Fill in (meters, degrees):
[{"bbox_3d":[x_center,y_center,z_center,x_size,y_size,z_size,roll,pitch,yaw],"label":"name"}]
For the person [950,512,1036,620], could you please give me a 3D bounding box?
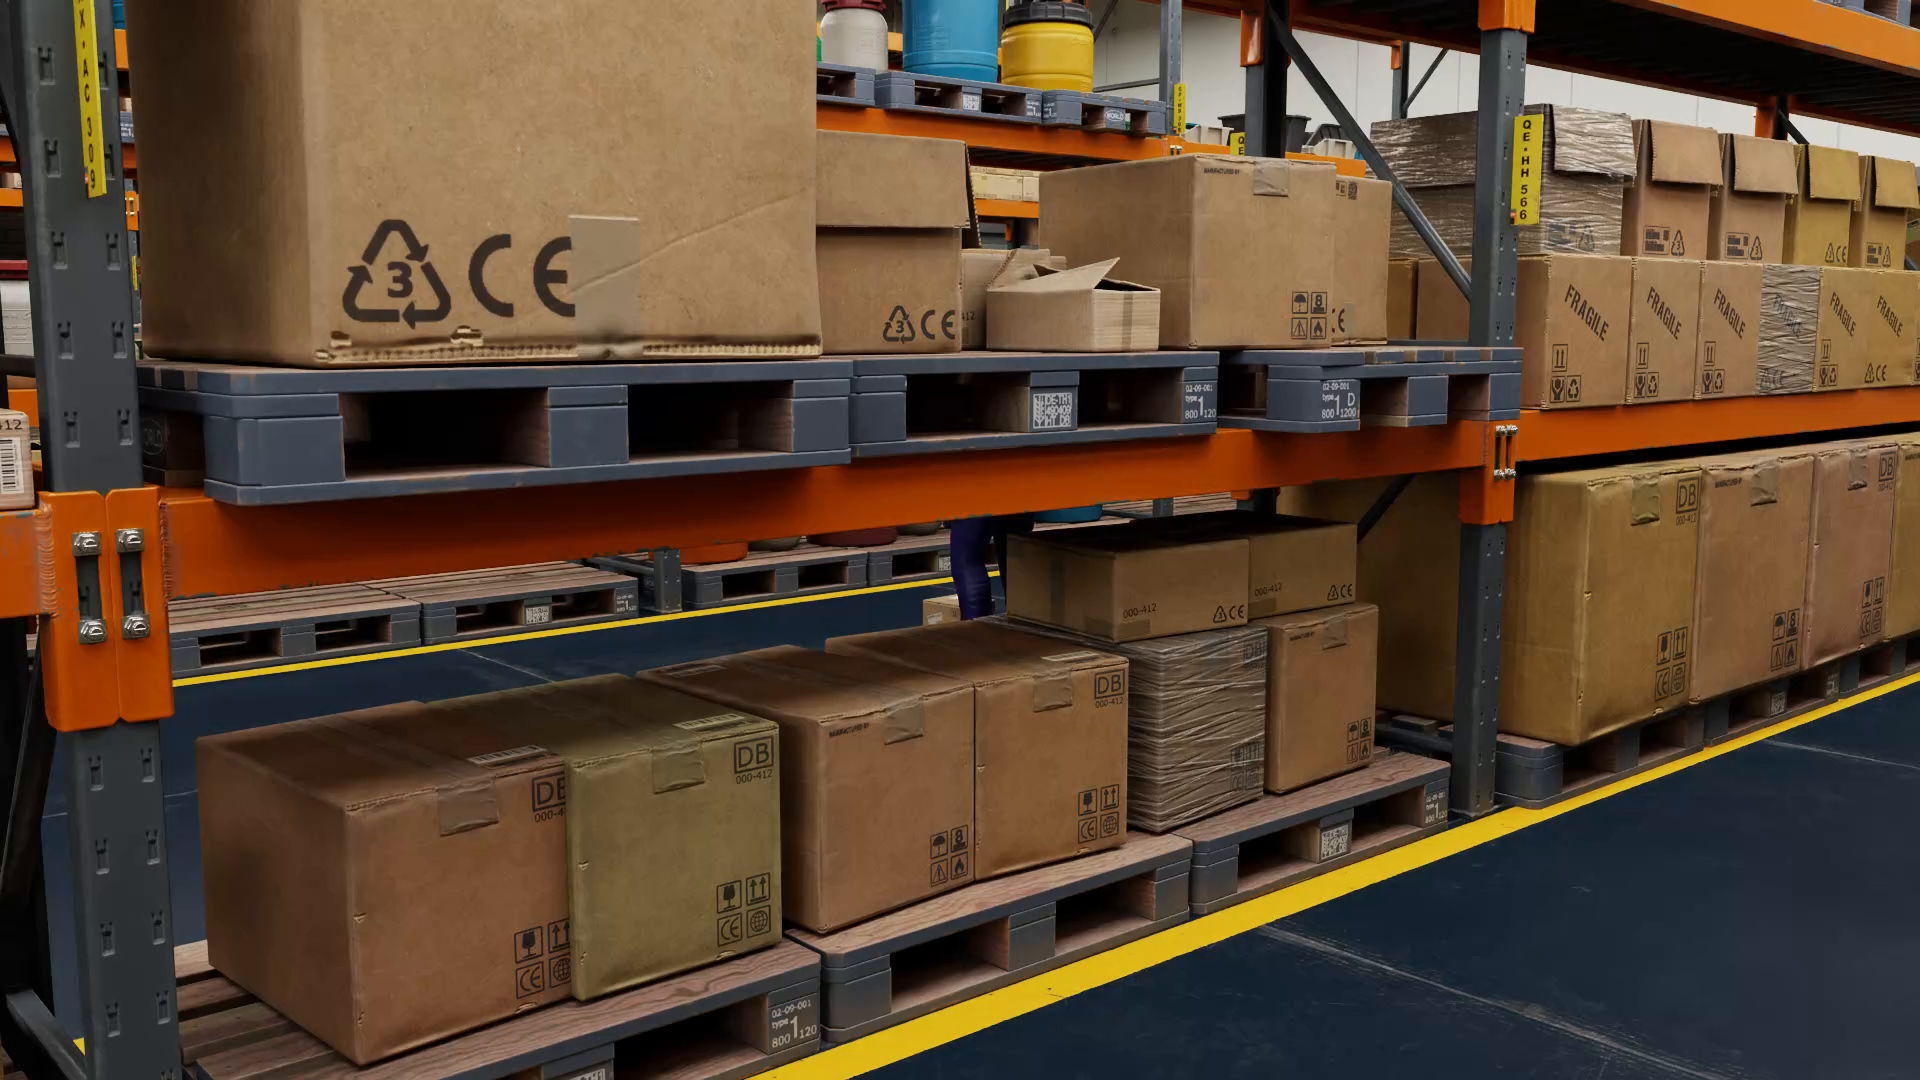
[{"bbox_3d":[0.157,-0.251,7.777,0.547,1.637,0.367,-7,10,-42],"label":"person"}]
